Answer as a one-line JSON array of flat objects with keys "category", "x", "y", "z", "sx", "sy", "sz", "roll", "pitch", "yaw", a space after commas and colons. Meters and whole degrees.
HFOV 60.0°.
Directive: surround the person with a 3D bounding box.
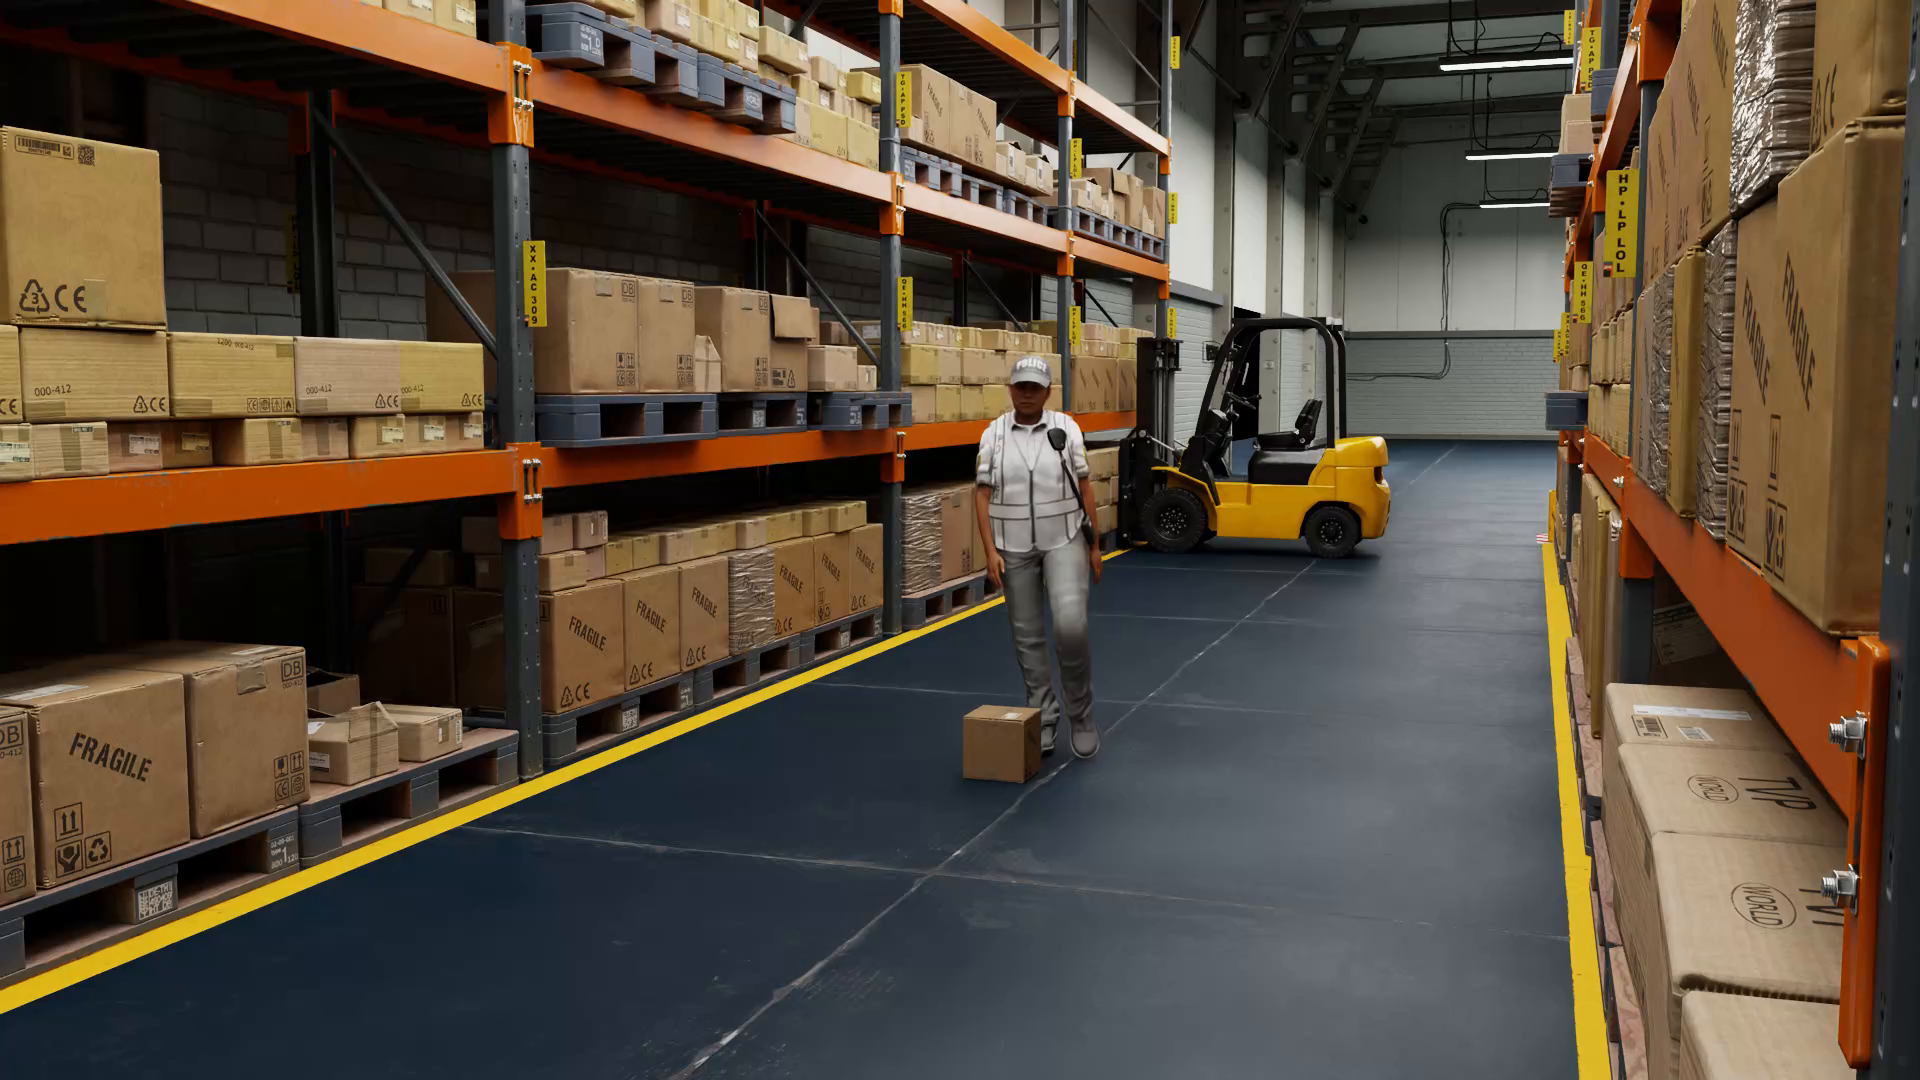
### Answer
[{"category": "person", "x": 0.322, "y": 0.068, "z": 6.951, "sx": 0.544, "sy": 1.676, "sz": 0.489, "roll": 1, "pitch": 5, "yaw": 11}]
